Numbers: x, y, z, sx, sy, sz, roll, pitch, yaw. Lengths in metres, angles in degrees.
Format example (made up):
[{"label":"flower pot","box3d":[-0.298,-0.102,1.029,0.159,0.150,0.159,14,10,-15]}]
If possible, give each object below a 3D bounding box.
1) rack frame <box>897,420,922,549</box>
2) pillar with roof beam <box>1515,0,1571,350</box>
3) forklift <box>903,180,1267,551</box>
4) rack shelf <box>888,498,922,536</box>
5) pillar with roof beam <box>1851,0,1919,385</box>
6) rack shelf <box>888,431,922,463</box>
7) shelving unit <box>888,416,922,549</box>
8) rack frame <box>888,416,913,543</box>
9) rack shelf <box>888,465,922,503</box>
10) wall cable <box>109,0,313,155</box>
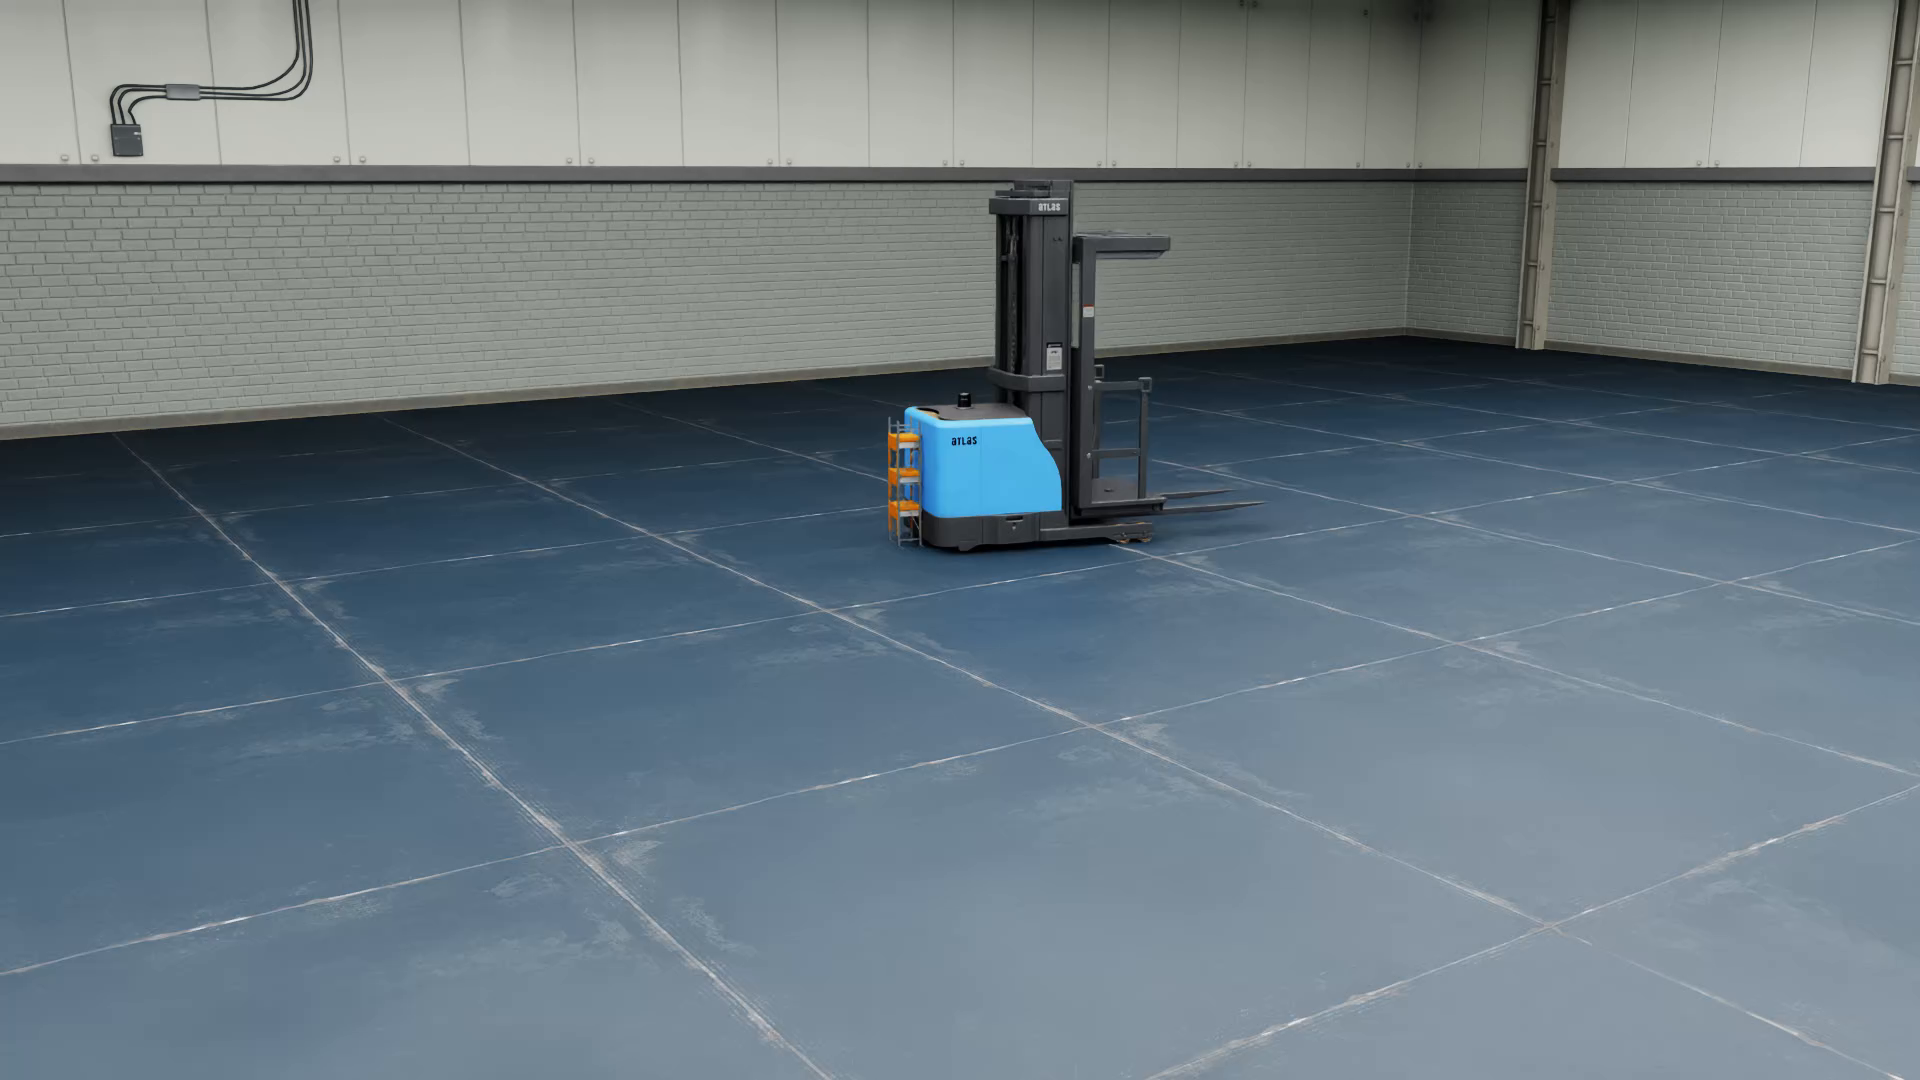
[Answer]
[{"label":"rack frame","box3d":[-0.409,-0.446,13.444,0.200,1.050,0.008,-4,13,-19]},{"label":"pillar with roof beam","box3d":[6.459,-7.264,26.013,9.100,9.000,0.400,-8,15,-33]},{"label":"forklift","box3d":[1.096,-1.504,13.880,3.031,2.935,1.130,-4,13,-18]},{"label":"rack shelf","box3d":[-0.449,-0.189,13.618,0.215,0.259,0.240,-4,13,-19]},{"label":"pillar with roof beam","box3d":[9.784,-6.197,21.133,9.100,9.000,0.400,-8,15,-33]},{"label":"rack shelf","box3d":[-0.449,-0.737,13.498,0.215,0.259,0.240,-4,13,-19]},{"label":"shelving unit","box3d":[-0.449,-0.471,13.556,0.215,1.050,0.252,-4,13,-19]},{"label":"rack frame","box3d":[-0.488,-0.495,13.669,0.200,1.050,0.008,-4,13,-19]},{"label":"rack shelf","box3d":[-0.449,-0.460,13.559,0.215,0.259,0.240,-4,13,-19]},{"label":"wall cable","box3d":[-8.800,-7.507,19.167,2.305,6.003,0.169,-8,15,-33]}]
